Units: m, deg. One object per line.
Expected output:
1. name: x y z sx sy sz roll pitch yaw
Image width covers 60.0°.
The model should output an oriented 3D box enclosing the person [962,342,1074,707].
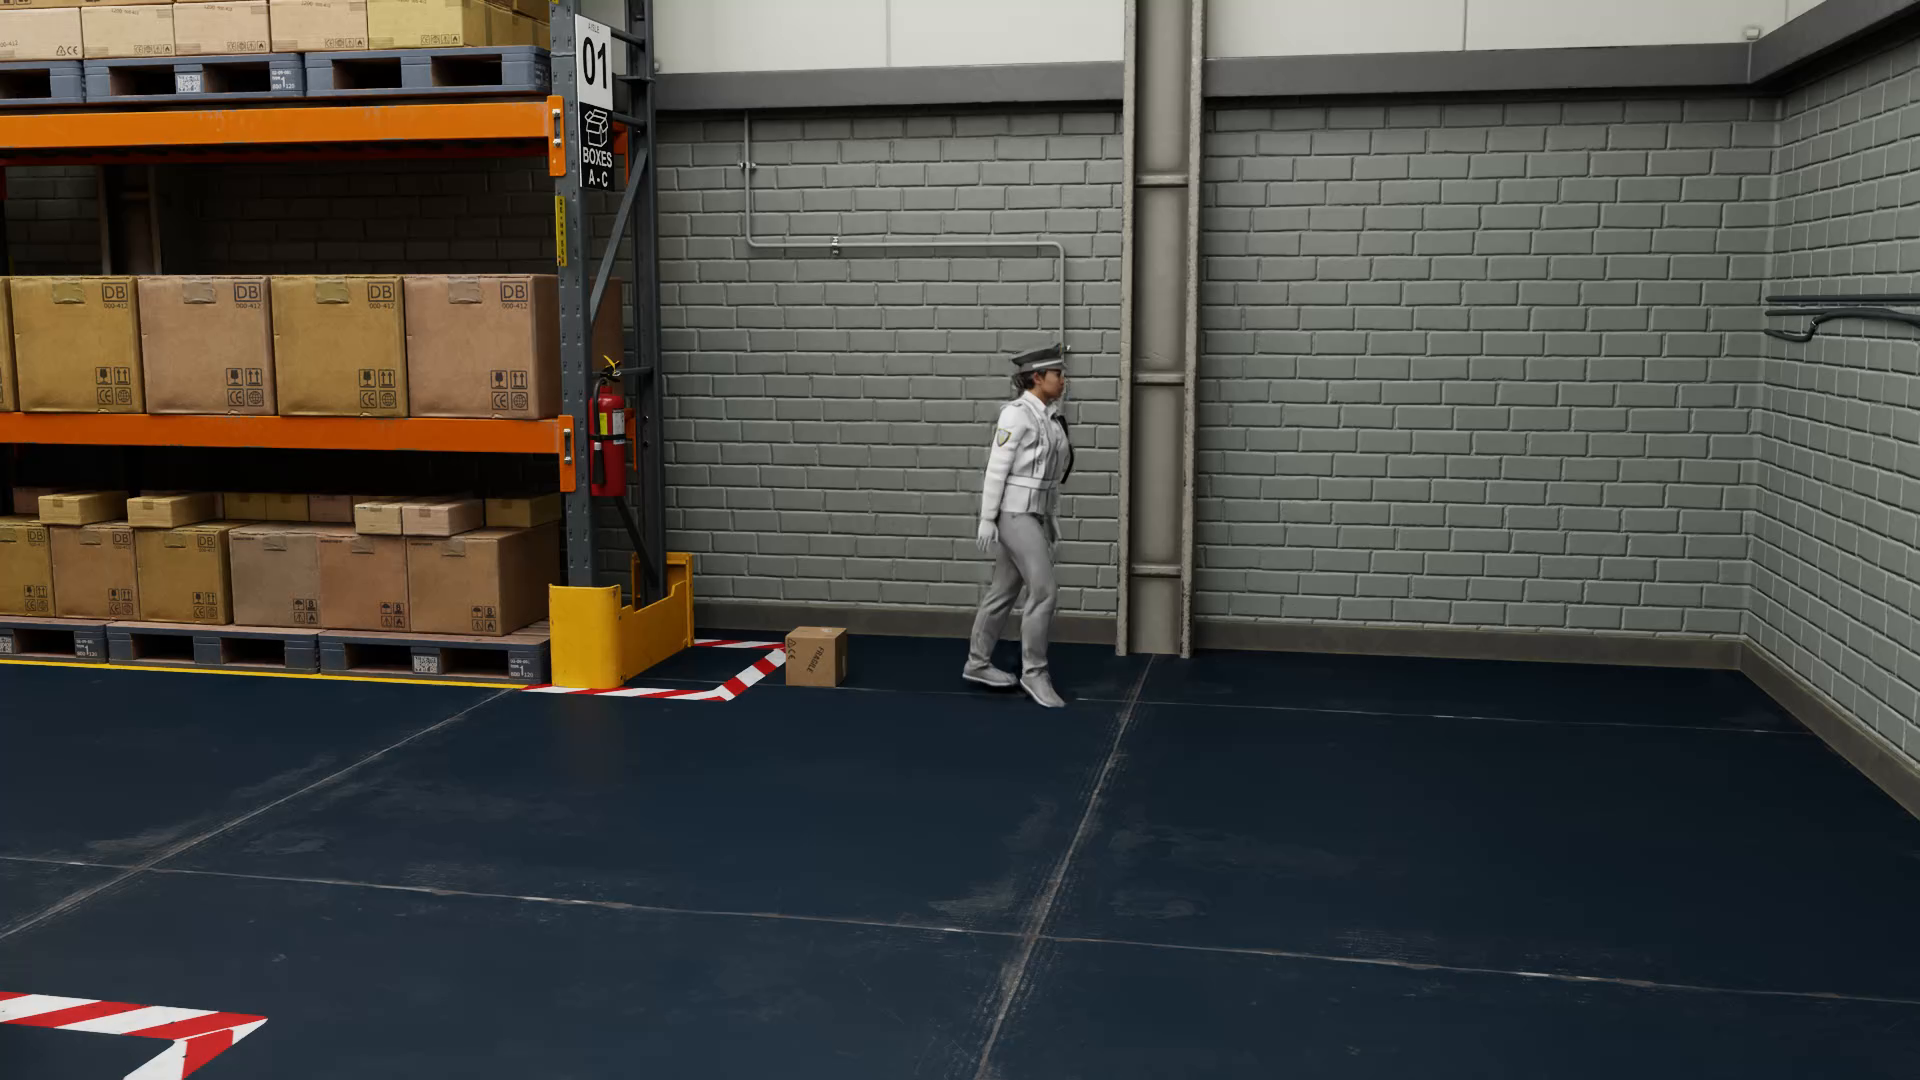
1. person: 0.287 -0.080 7.924 0.576 1.715 0.508 3 9 21
